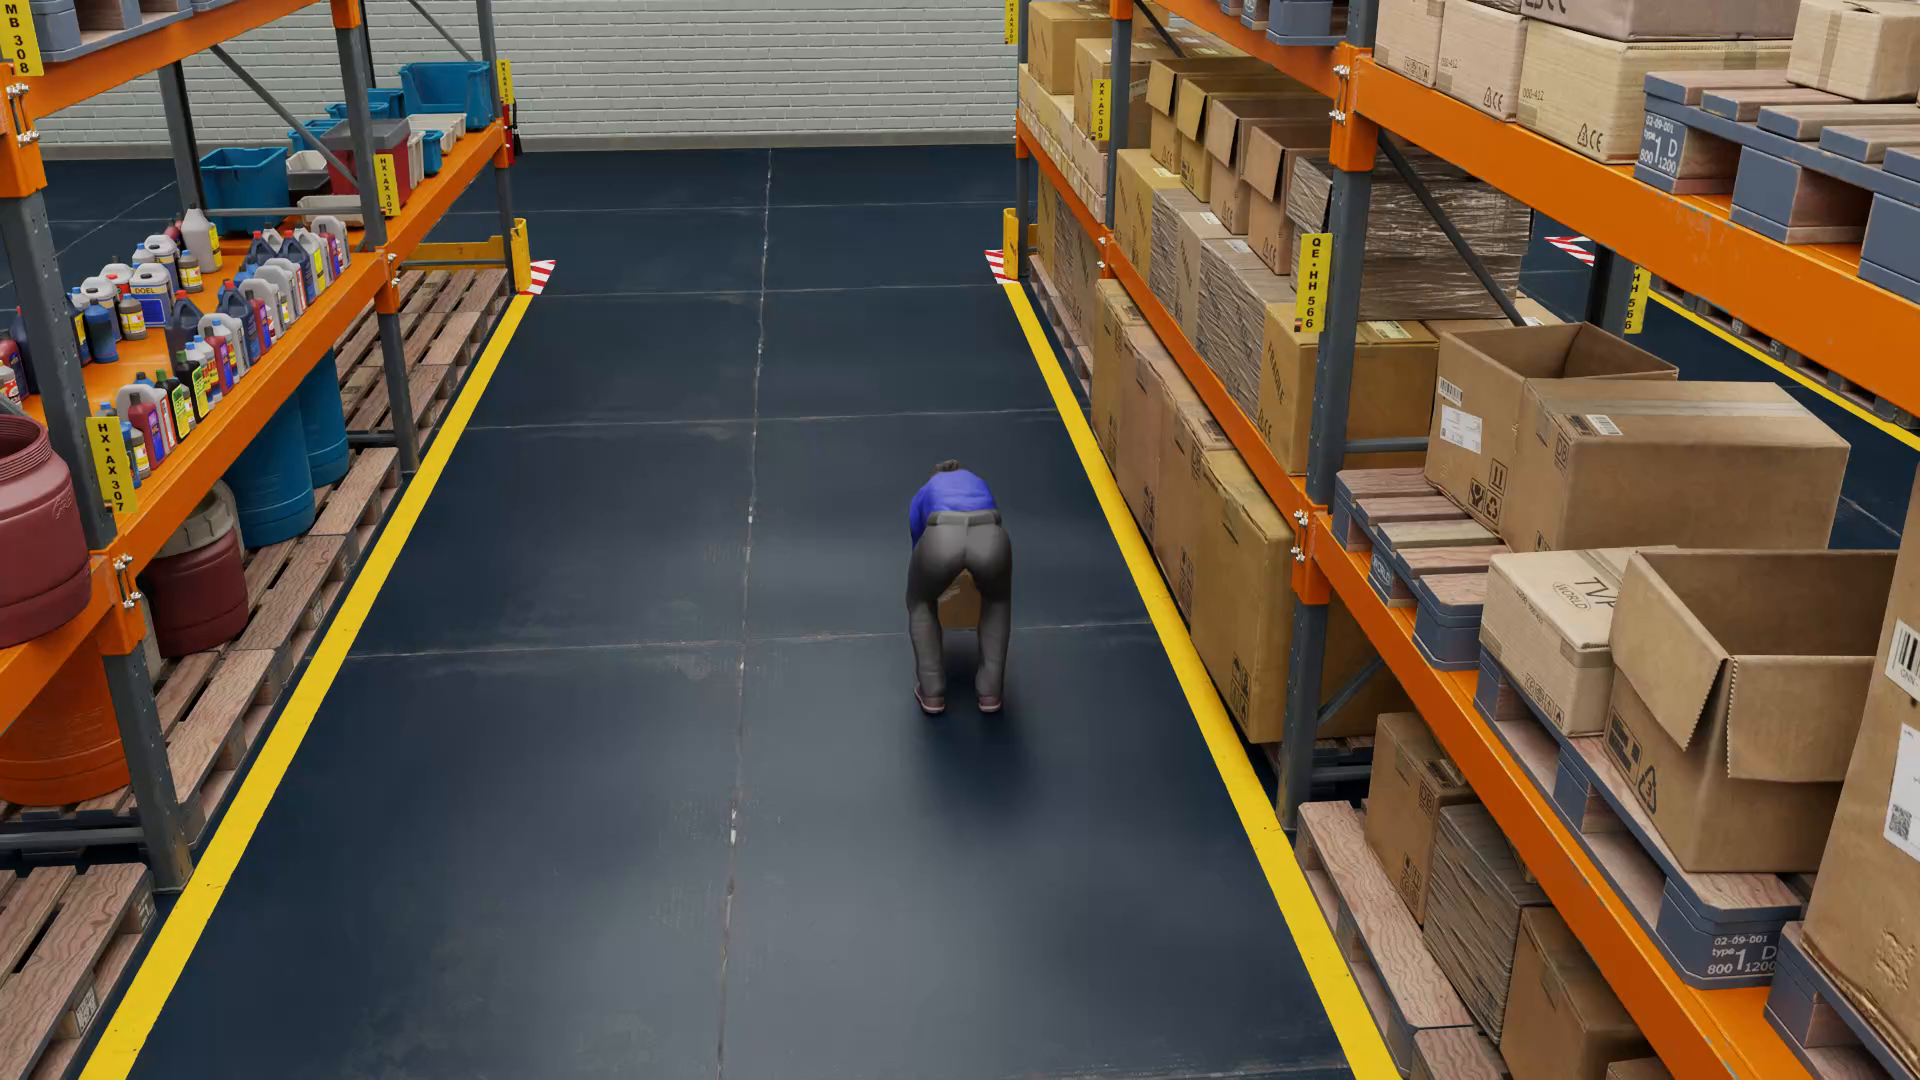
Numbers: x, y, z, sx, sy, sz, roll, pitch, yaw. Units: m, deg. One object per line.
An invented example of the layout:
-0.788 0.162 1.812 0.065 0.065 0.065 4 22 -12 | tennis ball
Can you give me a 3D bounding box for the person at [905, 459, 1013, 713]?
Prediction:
-0.015 0.172 7.092 0.446 0.955 0.877 -2 24 -5 | person
